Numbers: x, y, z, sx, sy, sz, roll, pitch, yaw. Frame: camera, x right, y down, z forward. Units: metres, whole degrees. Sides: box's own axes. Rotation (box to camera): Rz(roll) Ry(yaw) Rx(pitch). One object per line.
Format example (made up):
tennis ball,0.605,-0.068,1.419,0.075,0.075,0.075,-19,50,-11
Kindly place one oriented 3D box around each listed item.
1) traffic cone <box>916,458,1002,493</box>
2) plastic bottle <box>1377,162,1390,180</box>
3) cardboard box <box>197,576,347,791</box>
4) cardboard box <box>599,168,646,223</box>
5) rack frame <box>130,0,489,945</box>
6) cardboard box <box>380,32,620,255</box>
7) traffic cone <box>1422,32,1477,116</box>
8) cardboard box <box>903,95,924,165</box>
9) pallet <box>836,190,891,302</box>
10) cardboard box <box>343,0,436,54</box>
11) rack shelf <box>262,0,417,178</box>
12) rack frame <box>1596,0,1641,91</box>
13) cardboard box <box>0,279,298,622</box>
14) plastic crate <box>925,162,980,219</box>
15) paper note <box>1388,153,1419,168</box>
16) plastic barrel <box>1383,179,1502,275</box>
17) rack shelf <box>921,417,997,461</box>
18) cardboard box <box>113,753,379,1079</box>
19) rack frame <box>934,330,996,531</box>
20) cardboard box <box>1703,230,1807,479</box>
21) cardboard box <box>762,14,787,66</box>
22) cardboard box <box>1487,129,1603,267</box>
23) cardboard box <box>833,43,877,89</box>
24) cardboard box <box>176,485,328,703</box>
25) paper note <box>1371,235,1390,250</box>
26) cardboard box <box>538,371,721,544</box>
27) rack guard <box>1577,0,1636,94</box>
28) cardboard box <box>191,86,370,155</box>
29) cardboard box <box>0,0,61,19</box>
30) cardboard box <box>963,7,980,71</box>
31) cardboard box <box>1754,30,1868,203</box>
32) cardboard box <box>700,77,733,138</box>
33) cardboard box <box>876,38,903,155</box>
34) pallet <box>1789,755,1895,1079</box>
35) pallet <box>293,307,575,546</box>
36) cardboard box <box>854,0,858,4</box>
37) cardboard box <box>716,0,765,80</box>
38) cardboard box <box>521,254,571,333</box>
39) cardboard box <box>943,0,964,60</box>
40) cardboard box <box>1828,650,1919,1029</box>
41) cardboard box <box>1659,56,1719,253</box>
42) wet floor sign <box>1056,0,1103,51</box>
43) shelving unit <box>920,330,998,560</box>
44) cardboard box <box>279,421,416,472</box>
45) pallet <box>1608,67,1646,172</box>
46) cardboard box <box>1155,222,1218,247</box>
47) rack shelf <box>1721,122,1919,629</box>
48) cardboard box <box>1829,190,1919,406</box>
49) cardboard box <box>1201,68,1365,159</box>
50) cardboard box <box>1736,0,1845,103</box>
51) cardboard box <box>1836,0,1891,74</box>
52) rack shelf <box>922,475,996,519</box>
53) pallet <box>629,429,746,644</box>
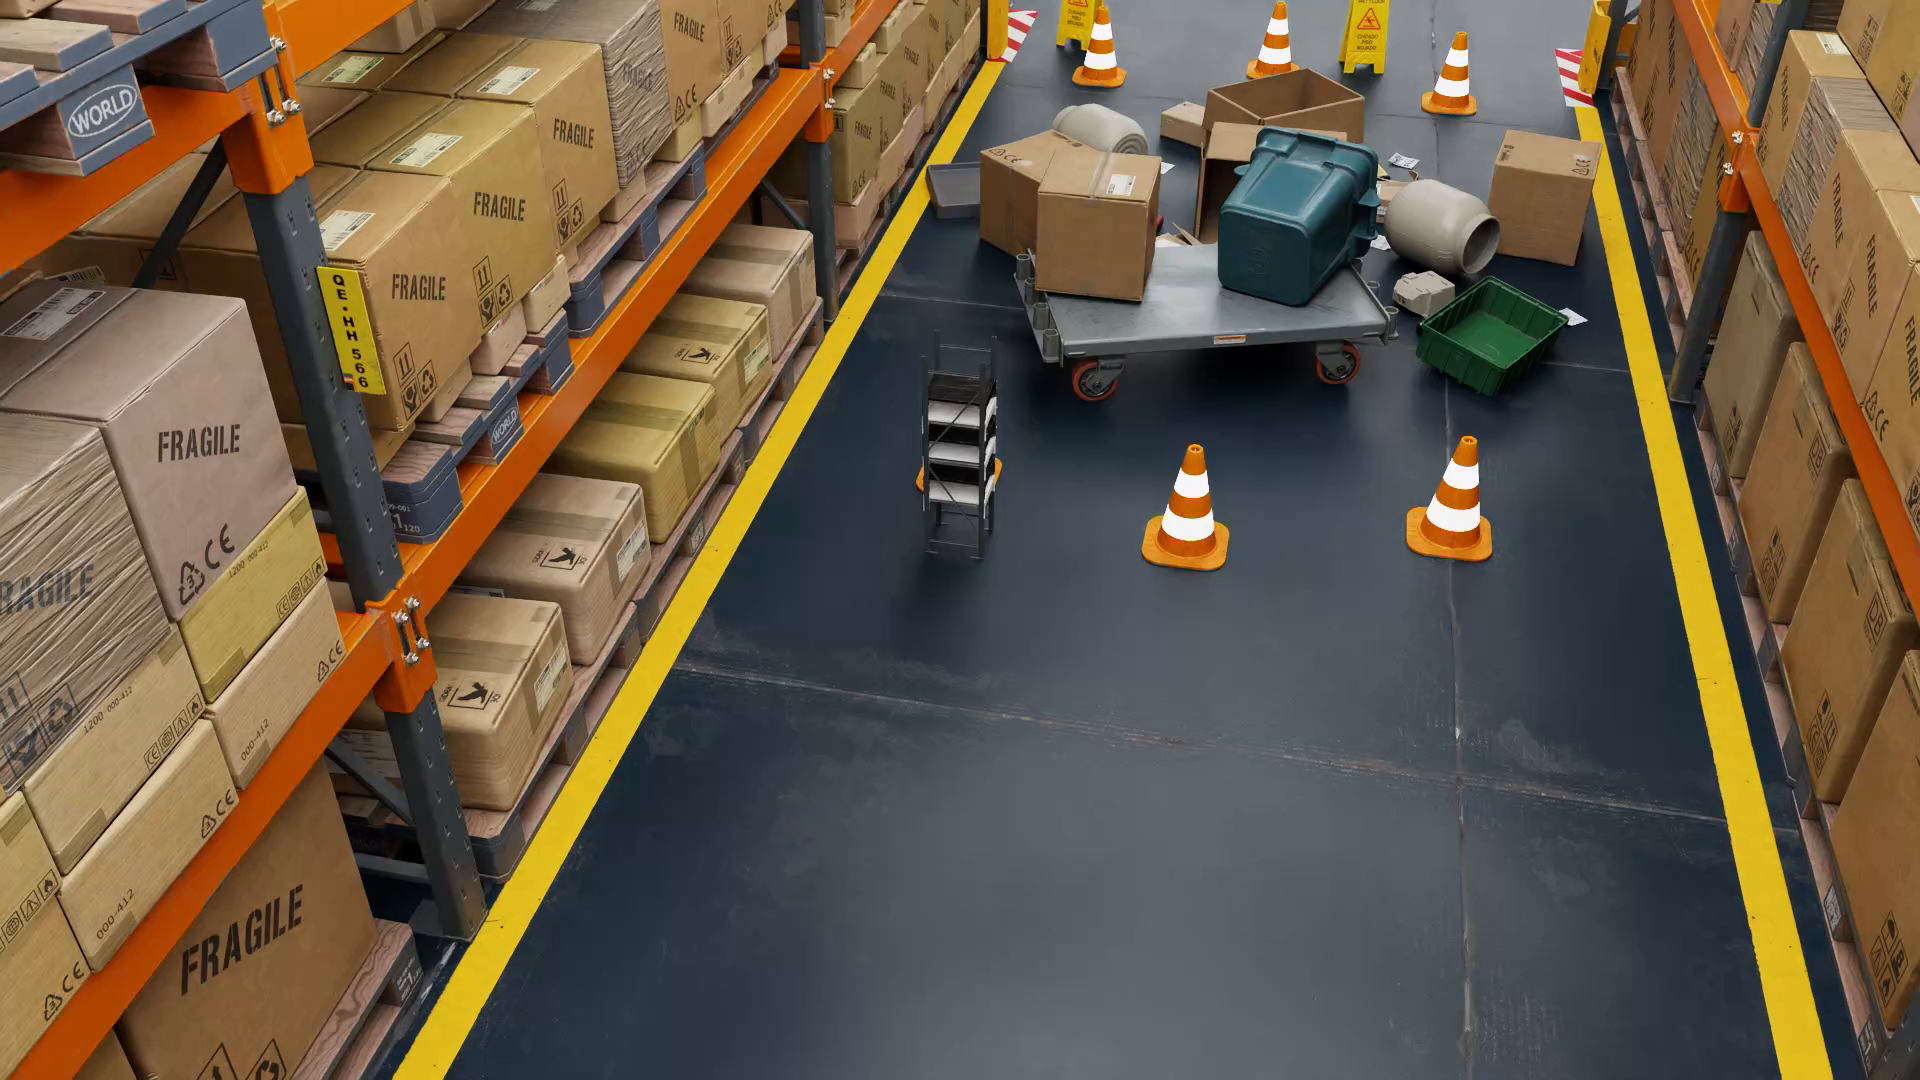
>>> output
traffic cone,-0.003,-0.463,6.994,0.336,0.463,0.334,7,37,10
plastic bottle,2.396,-2.099,9.594,0.133,0.061,0.283,-5,36,-6
cardboard box,-1.814,0.300,3.908,0.500,0.250,0.500,6,36,8
cardboard box,-1.316,-1.235,5.754,0.380,0.149,0.250,8,37,11
rack frame,-1.960,-0.083,4.308,1.000,3.000,0.127,7,37,10
cardboard box,-1.426,-1.248,5.219,0.500,0.500,0.500,8,37,11
traffic cone,3.105,-2.953,10.430,0.336,0.463,0.334,7,37,10
cardboard box,-0.502,-2.349,9.421,0.500,0.250,0.500,7,36,9
pallet,-0.997,-1.637,8.828,1.003,0.211,1.213,7,37,10
cardboard box,-1.886,-1.650,5.221,0.380,0.149,0.250,6,36,8
rack shelf,-1.533,-2.153,5.221,1.077,0.370,4.000,7,37,10
rack frame,4.606,-4.107,9.860,1.000,3.000,0.127,7,37,10
cardboard box,-1.815,-0.199,3.531,0.500,0.500,0.500,6,36,9
plastic crate,0.031,-1.991,9.429,0.402,0.080,0.583,-5,36,-6
paper note,2.621,-2.242,9.818,0.144,0.017,0.142,20,41,26
plastic barrel,2.495,-1.613,8.615,0.421,0.421,0.512,-24,42,-30
rack shelf,-0.002,-0.406,6.446,0.258,0.077,0.200,7,37,10
cardboard box,-2.189,0.993,4.277,0.875,0.875,0.875,7,37,10
rack frame,0.020,-0.418,6.560,0.240,0.900,0.006,7,37,10
cardboard box,3.707,-0.706,6.727,1.050,0.750,0.750,7,37,10
cardboard box,-0.946,-2.115,6.968,0.380,0.149,0.250,8,37,11
cardboard box,3.081,-1.821,8.835,0.500,0.500,0.500,14,38,18
cardboard box,-0.631,-2.368,8.254,0.380,0.149,0.250,8,37,11
cardboard box,-1.815,0.085,3.779,0.500,0.250,0.500,7,37,10
paper note,2.254,-1.616,8.961,0.172,0.023,0.155,20,41,26
cardboard box,-1.512,-0.370,6.586,0.950,0.372,0.625,8,37,12
rack guard,4.611,-3.109,10.613,1.175,0.500,0.348,7,37,10
cardboard box,-2.035,-1.007,4.887,0.500,0.500,0.500,7,36,9
cardboard box,-1.893,-1.274,2.950,0.797,0.503,0.637,5,36,7
cardboard box,-0.166,-3.215,10.615,0.500,0.250,0.500,7,37,10
cardboard box,3.377,-1.586,6.298,0.500,0.500,0.500,8,37,10
cardboard box,-1.090,-1.667,6.350,0.380,0.149,0.250,8,37,10
cardboard box,-0.613,-2.349,8.782,0.500,0.500,0.500,9,37,12
pallet,3.139,1.166,4.961,1.003,0.211,1.213,7,37,10
pallet,-1.912,-0.427,4.947,1.213,0.211,1.003,7,37,10
cardboard box,-0.695,-2.722,8.164,0.380,0.149,0.250,7,37,10
cardboard box,-1.085,-2.129,6.435,0.500,0.500,0.500,8,37,10
cardboard box,-1.433,-0.778,5.124,0.380,0.149,0.250,8,37,10
cardboard box,-0.276,-3.238,10.008,0.500,0.500,0.500,9,37,12
cardboard box,3.115,0.883,4.535,1.050,0.750,0.750,7,36,9
cardboard box,4.143,-1.992,8.396,0.875,0.875,0.875,8,37,10
wet floor sign,0.835,-3.691,11.293,0.267,0.644,0.232,20,41,26
shelving unit,-0.002,-0.360,6.479,0.258,0.900,0.210,7,37,10
cardboard box,-1.709,-0.314,4.484,0.380,0.149,0.250,5,36,7
pallet,4.512,-2.510,10.033,1.003,0.211,1.213,7,37,10
cardboard box,1.165,-1.467,8.548,0.258,0.266,0.396,-17,39,-22
rack shelf,3.325,-0.376,5.325,1.077,0.370,4.000,7,37,10
cardboard box,3.051,-0.720,5.102,0.500,0.500,0.500,8,37,11
cardboard box,1.847,-2.334,9.542,0.797,0.503,0.637,-17,39,-22
cardboard box,3.819,-2.087,6.946,0.875,0.550,0.550,7,37,10
cardboard box,3.651,-1.974,5.980,0.700,0.500,0.500,7,36,9
rack shelf,-0.002,-0.187,6.605,0.258,0.077,0.200,7,37,10
pallet,-1.529,-0.099,6.707,1.003,0.211,1.213,7,37,10
